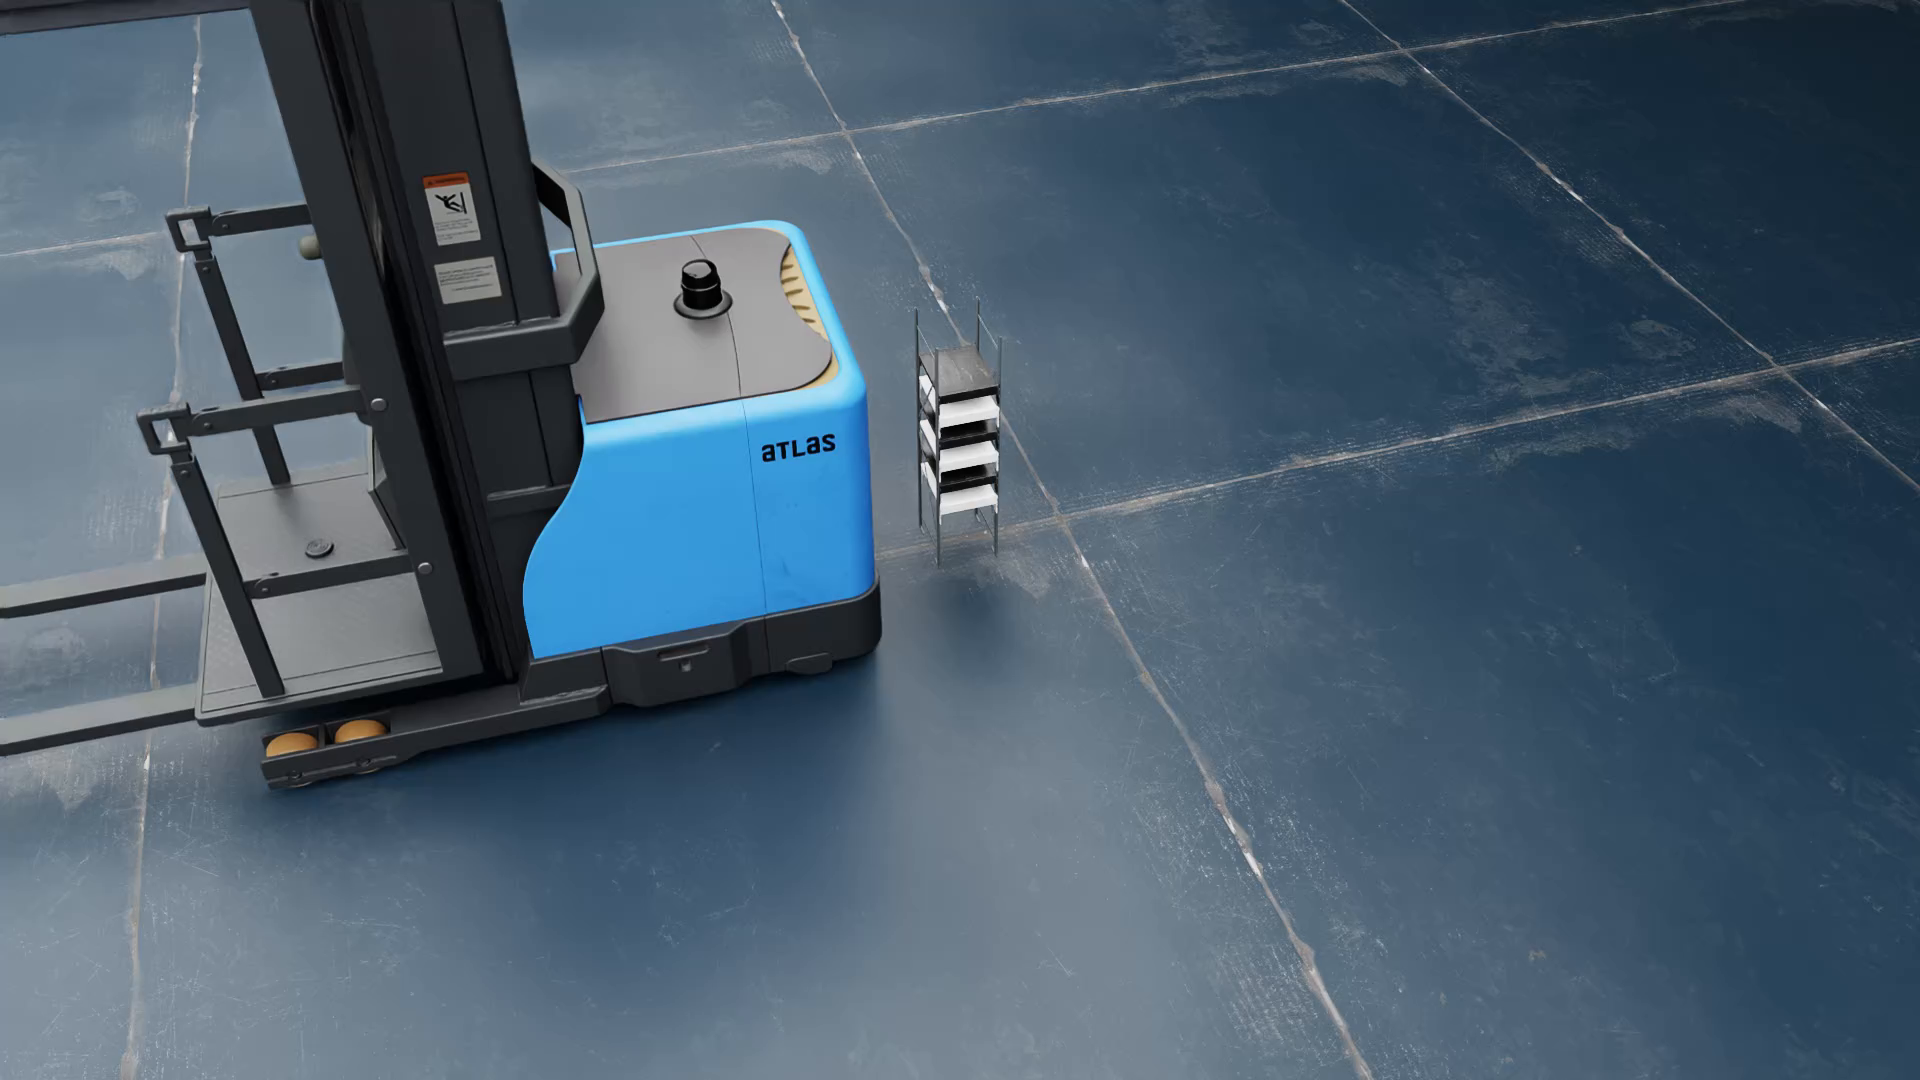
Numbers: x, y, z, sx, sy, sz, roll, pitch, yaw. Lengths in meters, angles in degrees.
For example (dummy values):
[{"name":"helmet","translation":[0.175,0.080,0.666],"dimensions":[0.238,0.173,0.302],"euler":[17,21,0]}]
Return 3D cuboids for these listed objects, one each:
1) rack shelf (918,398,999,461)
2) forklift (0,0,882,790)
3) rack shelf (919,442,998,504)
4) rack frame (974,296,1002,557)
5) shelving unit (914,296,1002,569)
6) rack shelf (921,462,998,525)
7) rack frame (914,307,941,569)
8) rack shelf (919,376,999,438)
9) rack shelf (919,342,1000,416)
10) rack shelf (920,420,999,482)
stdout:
[{"name":"rack shelf","translation":[-0.008,-0.380,5.415],"dimensions":[0.200,0.077,0.258],"euler":[-12,42,-13]},{"name":"forklift","translation":[-1.824,-0.761,4.394],"dimensions":[3.031,2.935,1.130],"euler":[-11,42,-12]},{"name":"rack shelf","translation":[-0.008,-0.244,5.533],"dimensions":[0.200,0.077,0.258],"euler":[-12,42,-13]},{"name":"rack frame","translation":[0.089,-0.357,5.475],"dimensions":[0.006,0.900,0.240],"euler":[-12,42,-13]},{"name":"shelving unit","translation":[-0.008,-0.337,5.452],"dimensions":[0.210,0.900,0.258],"euler":[-12,42,-13]},{"name":"rack shelf","translation":[-0.008,-0.177,5.592],"dimensions":[0.200,0.077,0.258],"euler":[-12,42,-13]},{"name":"rack frame","translation":[-0.105,-0.317,5.429],"dimensions":[0.006,0.900,0.240],"euler":[-12,42,-13]},{"name":"rack shelf","translation":[-0.008,-0.448,5.356],"dimensions":[0.200,0.077,0.258],"euler":[-12,42,-13]},{"name":"rack shelf","translation":[-0.008,-0.516,5.296],"dimensions":[0.200,0.077,0.258],"euler":[-12,42,-13]},{"name":"rack shelf","translation":[-0.008,-0.312,5.474],"dimensions":[0.200,0.077,0.258],"euler":[-12,42,-13]}]
